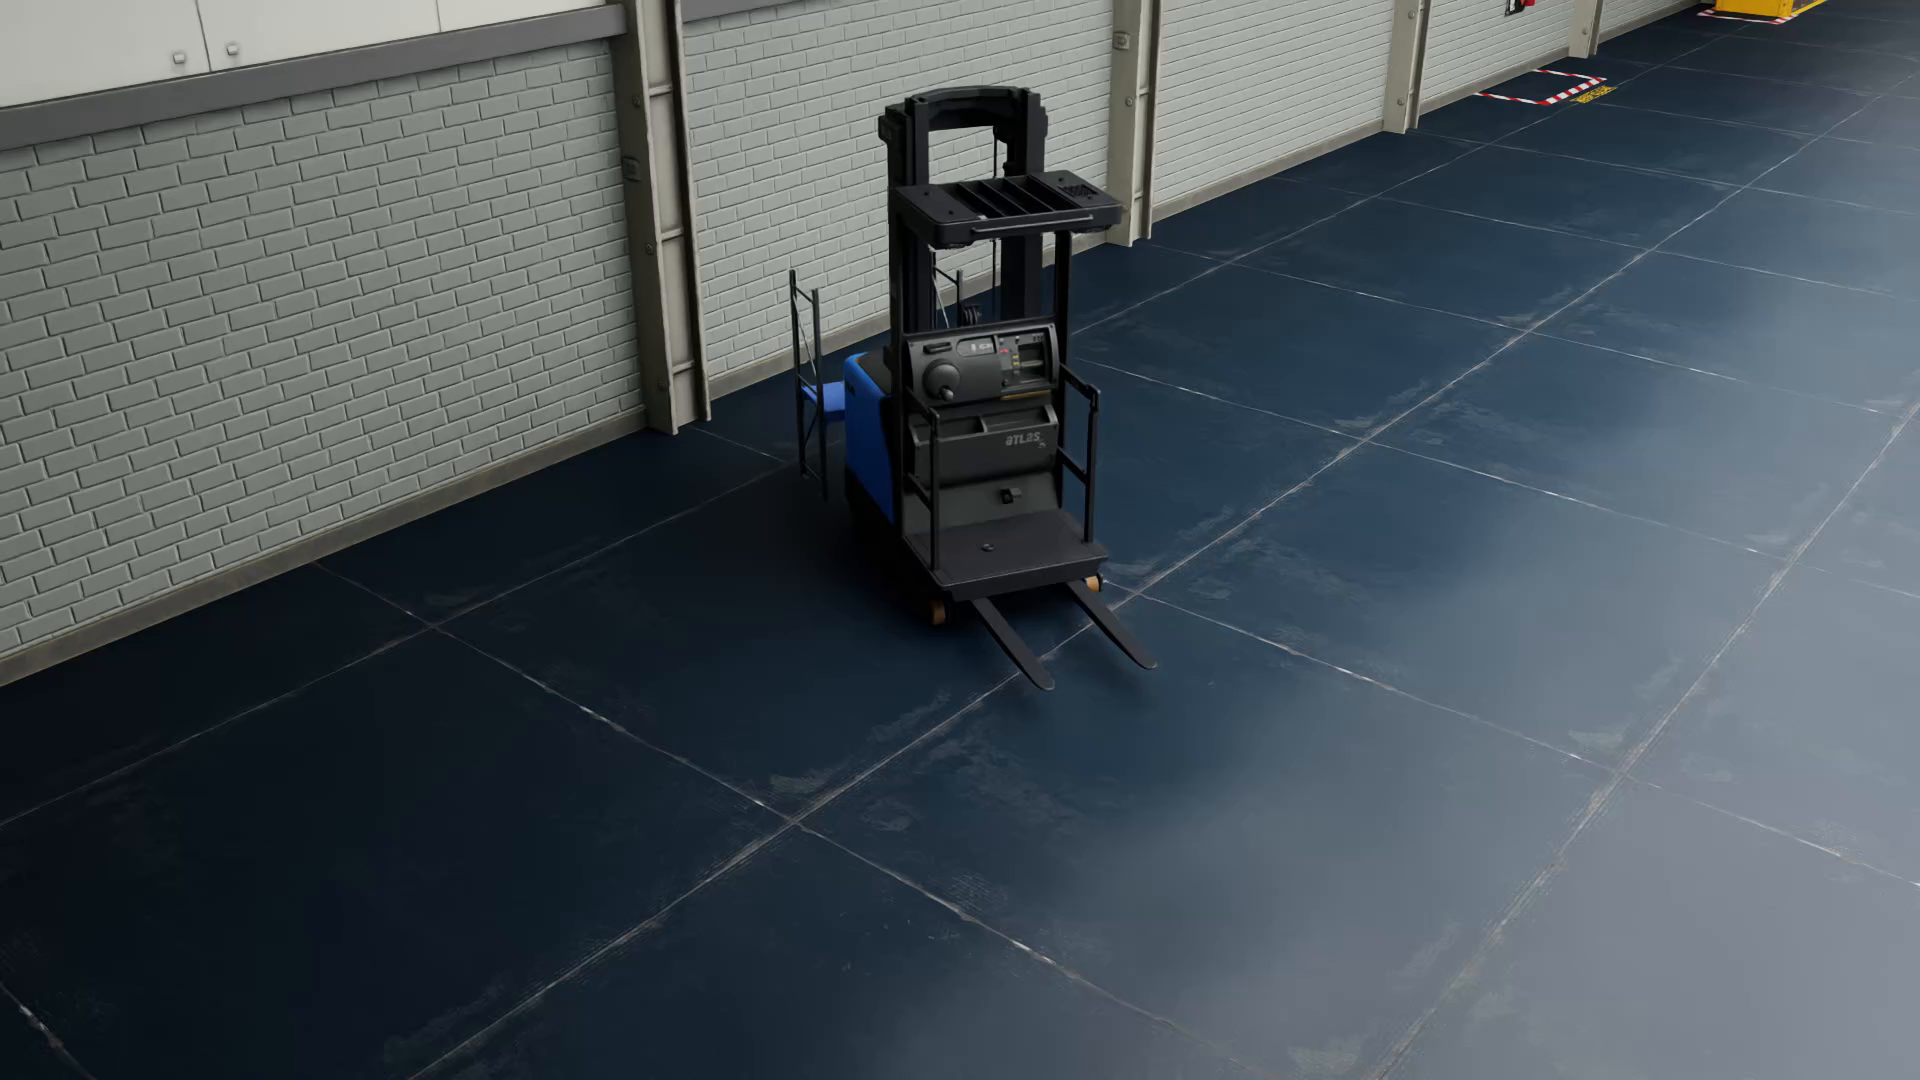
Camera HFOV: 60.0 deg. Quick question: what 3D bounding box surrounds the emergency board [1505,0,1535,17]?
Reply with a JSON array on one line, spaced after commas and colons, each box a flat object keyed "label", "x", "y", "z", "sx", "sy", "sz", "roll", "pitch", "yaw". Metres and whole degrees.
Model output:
[{"label": "emergency board", "x": 7.715, "y": -7.744, "z": 22.588, "sx": 0.194, "sy": 1.169, "sz": 0.643, "roll": 21, "pitch": 34, "yaw": 34}]

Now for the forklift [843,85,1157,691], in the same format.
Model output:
[{"label": "forklift", "x": 0.221, "y": -1.008, "z": 9.640, "sx": 1.130, "sy": 2.935, "sz": 3.031, "roll": -10, "pitch": 29, "yaw": -18}]

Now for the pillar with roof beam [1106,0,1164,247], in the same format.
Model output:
[{"label": "pillar with roof beam", "x": 5.005, "y": -5.761, "z": 12.225, "sx": 9.100, "sy": 9.000, "sz": 0.400, "roll": 21, "pitch": 34, "yaw": 34}]

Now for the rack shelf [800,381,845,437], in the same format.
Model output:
[{"label": "rack shelf", "x": -0.557, "y": -0.972, "z": 11.511, "sx": 1.000, "sy": 0.185, "sz": 0.538, "roll": -12, "pitch": 29, "yaw": -21}]

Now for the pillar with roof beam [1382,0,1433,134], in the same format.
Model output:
[{"label": "pillar with roof beam", "x": 8.822, "y": -7.889, "z": 16.337, "sx": 9.100, "sy": 9.000, "sz": 0.400, "roll": 21, "pitch": 34, "yaw": 34}]

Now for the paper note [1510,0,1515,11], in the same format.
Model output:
[{"label": "paper note", "x": 7.549, "y": -7.311, "z": 22.708, "sx": 0.016, "sy": 0.148, "sz": 0.142, "roll": 21, "pitch": 34, "yaw": 34}]

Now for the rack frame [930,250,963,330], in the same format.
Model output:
[{"label": "rack frame", "x": -0.094, "y": -1.228, "z": 11.615, "sx": 0.032, "sy": 1.500, "sz": 0.500, "roll": -12, "pitch": 29, "yaw": -21}]

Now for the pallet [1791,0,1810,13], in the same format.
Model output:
[{"label": "pallet", "x": 13.947, "y": -9.302, "z": 28.633, "sx": 1.003, "sy": 0.211, "sz": 1.213, "roll": 21, "pitch": 34, "yaw": 34}]

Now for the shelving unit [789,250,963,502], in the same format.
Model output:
[{"label": "shelving unit", "x": -0.558, "y": -1.133, "z": 11.431, "sx": 1.048, "sy": 1.500, "sz": 0.538, "roll": -12, "pitch": 29, "yaw": -21}]

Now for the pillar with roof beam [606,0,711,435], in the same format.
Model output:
[{"label": "pillar with roof beam", "x": 1.189, "y": -3.634, "z": 8.113, "sx": 9.100, "sy": 9.000, "sz": 0.400, "roll": 21, "pitch": 34, "yaw": 34}]

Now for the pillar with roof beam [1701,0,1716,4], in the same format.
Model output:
[{"label": "pillar with roof beam", "x": 16.455, "y": -12.143, "z": 24.561, "sx": 9.100, "sy": 9.000, "sz": 0.400, "roll": 21, "pitch": 34, "yaw": 34}]

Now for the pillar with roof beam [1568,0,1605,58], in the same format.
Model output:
[{"label": "pillar with roof beam", "x": 12.638, "y": -10.016, "z": 20.449, "sx": 9.100, "sy": 9.000, "sz": 0.400, "roll": 21, "pitch": 34, "yaw": 34}]

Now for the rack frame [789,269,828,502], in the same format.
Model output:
[{"label": "rack frame", "x": -1.022, "y": -1.038, "z": 11.247, "sx": 0.032, "sy": 1.500, "sz": 0.500, "roll": -12, "pitch": 29, "yaw": -21}]

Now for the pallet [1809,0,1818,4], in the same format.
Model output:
[{"label": "pallet", "x": 14.724, "y": -9.733, "z": 29.465, "sx": 1.003, "sy": 0.211, "sz": 1.213, "roll": 21, "pitch": 34, "yaw": 34}]

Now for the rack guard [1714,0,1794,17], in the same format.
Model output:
[{"label": "rack guard", "x": 13.403, "y": -9.152, "z": 28.030, "sx": 1.175, "sy": 0.500, "sz": 0.348, "roll": 21, "pitch": 34, "yaw": 34}]
